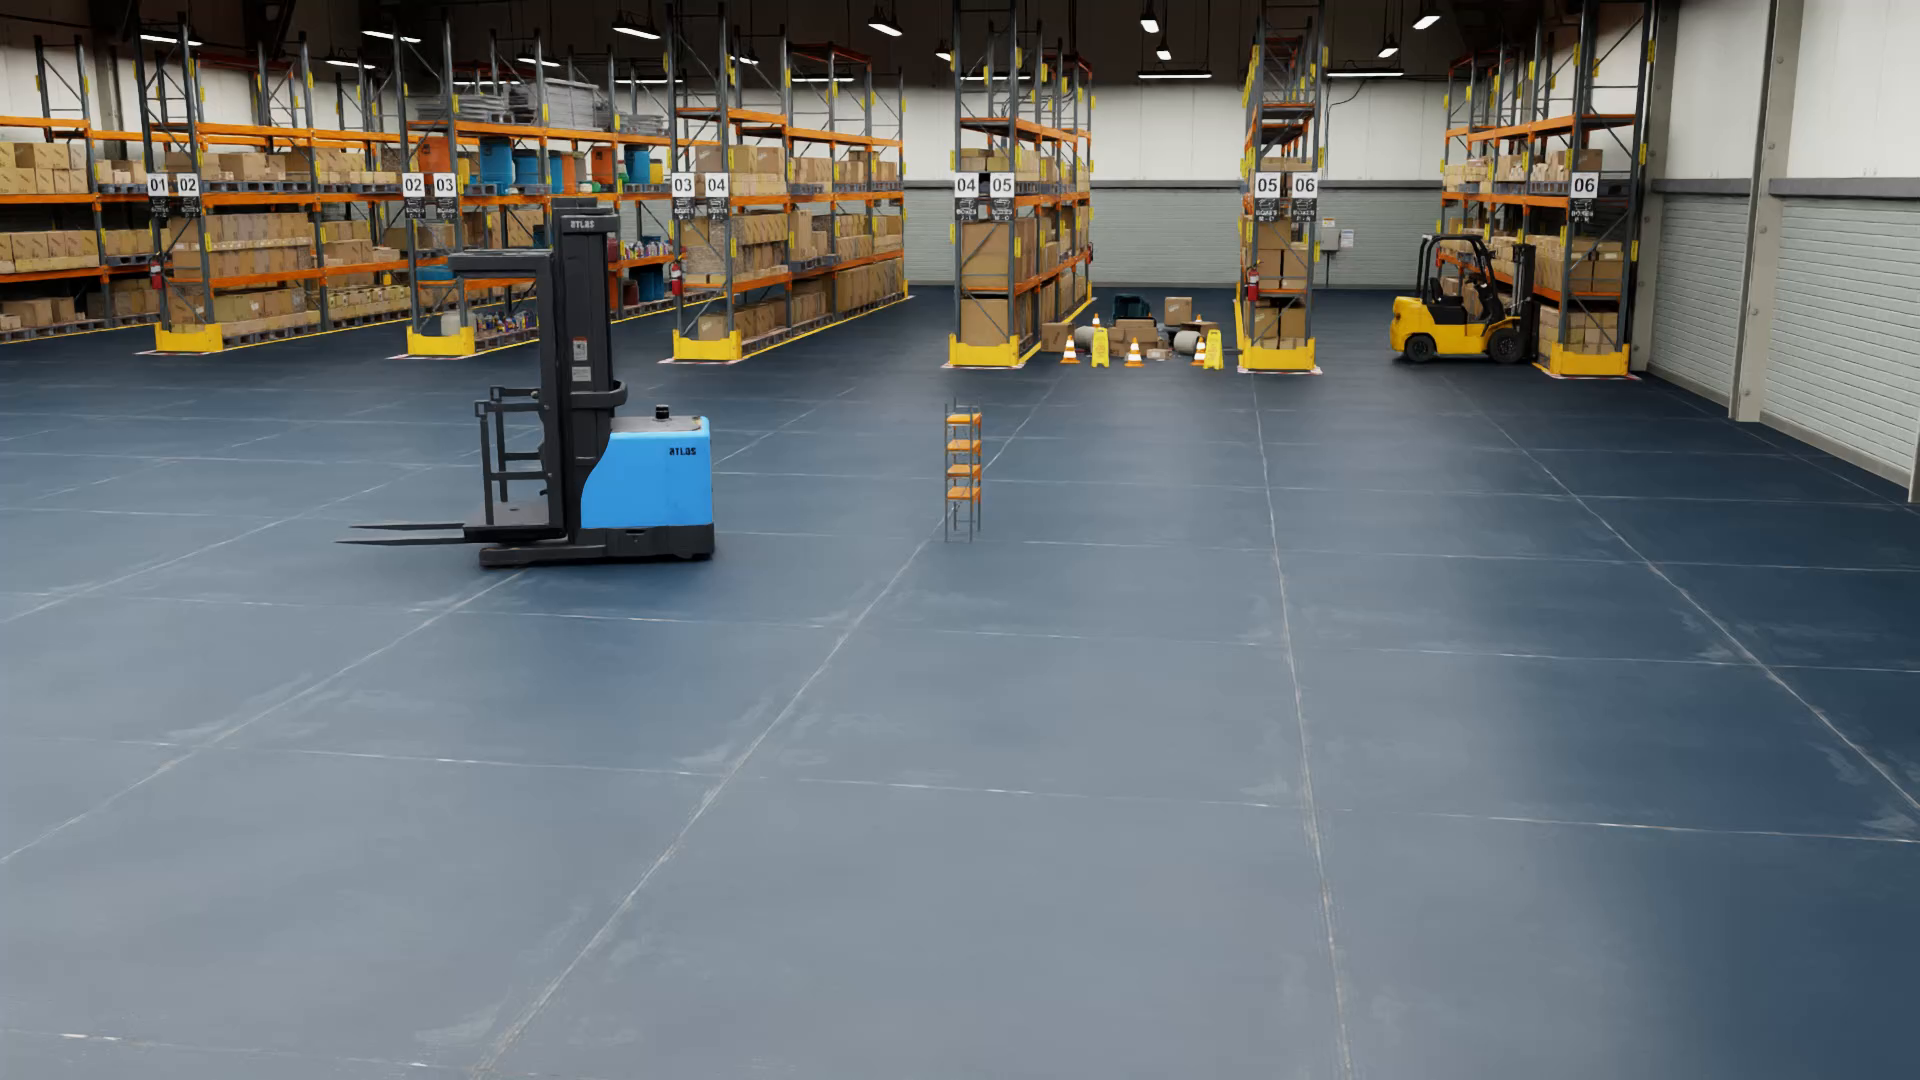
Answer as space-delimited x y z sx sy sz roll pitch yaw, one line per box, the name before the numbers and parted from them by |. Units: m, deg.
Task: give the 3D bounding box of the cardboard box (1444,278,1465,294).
cardboard box | 12.333 -6.194 41.051 0.700 0.500 0.500 2 12 11

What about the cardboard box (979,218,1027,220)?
cardboard box | 0.754 -5.612 30.496 0.875 0.550 0.550 2 12 9

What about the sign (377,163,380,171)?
sign | -16.156 -10.314 46.199 0.100 0.325 0.005 2 12 9

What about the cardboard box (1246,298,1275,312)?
cardboard box | 5.511 -4.175 30.498 0.500 0.500 0.500 2 12 11

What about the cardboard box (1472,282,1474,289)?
cardboard box | 11.659 -5.691 37.178 0.380 0.149 0.250 2 12 9

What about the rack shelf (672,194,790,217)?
rack shelf | -4.160 -6.193 30.698 1.077 0.370 4.000 2 12 9

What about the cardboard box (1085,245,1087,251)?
cardboard box | 3.108 -7.611 43.287 0.380 0.149 0.250 2 12 9

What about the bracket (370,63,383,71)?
bracket | -16.843 -13.659 47.968 0.235 0.232 0.430 2 12 9

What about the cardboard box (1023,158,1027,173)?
cardboard box | 0.899 -6.576 29.182 0.500 0.250 0.500 2 12 8

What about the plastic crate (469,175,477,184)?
plastic crate | -9.366 -6.688 31.324 0.392 0.384 0.575 2 12 9

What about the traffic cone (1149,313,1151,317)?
traffic cone | 3.804 -4.330 33.486 0.336 0.463 0.334 2 12 9

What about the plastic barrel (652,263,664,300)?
plastic barrel | -7.617 -6.387 40.996 0.600 0.901 0.708 2 12 9

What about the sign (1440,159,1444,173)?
sign | 12.154 -9.423 41.902 0.100 0.325 0.005 2 12 9

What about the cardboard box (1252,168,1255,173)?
cardboard box | 5.287 -6.475 29.000 0.380 0.149 0.250 2 12 10

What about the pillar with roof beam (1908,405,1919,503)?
pillar with roof beam | 5.128 -4.871 15.735 9.100 9.000 0.400 2 12 9

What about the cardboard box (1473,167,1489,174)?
cardboard box | 11.417 -8.052 36.270 0.380 0.149 0.250 2 12 9

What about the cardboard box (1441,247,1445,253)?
cardboard box | 12.369 -7.329 41.979 0.380 0.149 0.250 2 12 8

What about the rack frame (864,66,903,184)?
rack frame | -2.007 -10.925 43.829 1.000 3.000 0.127 2 12 9

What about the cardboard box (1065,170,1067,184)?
cardboard box | 2.069 -7.875 36.559 0.500 0.500 0.500 2 12 9

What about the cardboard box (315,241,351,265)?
cardboard box | -13.425 -6.134 35.600 0.500 0.500 0.500 3 12 13

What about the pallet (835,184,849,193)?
pallet | -3.191 -7.837 37.067 1.213 0.211 1.003 2 12 11

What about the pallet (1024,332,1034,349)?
pallet | 0.839 -3.794 31.598 1.003 0.211 1.213 2 12 9

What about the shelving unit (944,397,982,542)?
shelving unit | 0.025 -0.621 14.527 0.258 1.200 0.503 2 12 9

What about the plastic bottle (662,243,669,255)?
plastic bottle | -7.257 -7.167 40.926 0.152 0.276 0.135 2 12 9

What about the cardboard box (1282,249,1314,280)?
cardboard box | 5.671 -4.625 27.890 0.500 0.500 0.500 2 12 8

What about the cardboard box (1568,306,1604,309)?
cardboard box | 10.651 -3.833 28.314 0.500 0.250 0.500 2 12 8

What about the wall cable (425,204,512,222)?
wall cable | -15.467 -11.055 51.800 3.097 2.526 0.112 2 12 9

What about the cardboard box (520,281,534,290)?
cardboard box | -11.811 -6.867 44.722 0.500 0.250 0.500 2 12 9

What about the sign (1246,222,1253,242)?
sign | 4.779 -5.084 27.464 0.100 0.325 0.005 2 12 9

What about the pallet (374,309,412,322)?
pallet | -13.190 -5.116 37.731 1.003 0.211 1.213 2 12 9

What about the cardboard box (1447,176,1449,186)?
cardboard box | 12.294 -8.860 41.015 0.500 0.250 0.500 2 12 10

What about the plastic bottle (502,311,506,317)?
plastic bottle | -9.229 -4.484 33.614 0.097 0.271 0.097 0 12 0

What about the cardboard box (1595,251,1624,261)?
cardboard box | 10.538 -4.609 26.983 0.380 0.149 0.250 2 12 7

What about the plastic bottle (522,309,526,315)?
plastic bottle | -8.703 -4.437 33.203 0.144 0.351 0.185 2 12 9

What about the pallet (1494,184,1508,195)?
pallet | 11.444 -7.076 33.536 1.213 0.211 1.003 2 12 11

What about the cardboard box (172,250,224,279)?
cardboard box | -14.171 -5.129 30.938 0.700 0.500 0.500 2 12 9

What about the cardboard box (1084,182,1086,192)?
cardboard box | 2.847 -8.780 41.351 0.500 0.250 0.500 2 12 11

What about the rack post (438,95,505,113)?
rack post | -9.095 -8.123 31.003 0.937 0.300 0.954 2 12 8

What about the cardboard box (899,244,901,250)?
cardboard box | -1.775 -7.731 43.843 0.380 0.149 0.250 2 12 9

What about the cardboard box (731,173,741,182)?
cardboard box | -4.061 -6.351 29.131 0.380 0.149 0.250 2 12 10

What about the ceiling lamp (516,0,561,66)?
ceiling lamp | -9.869 -13.006 39.627 0.800 3.185 2.000 2 12 9

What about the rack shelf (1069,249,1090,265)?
rack shelf | 2.571 -7.043 41.762 1.077 0.370 4.000 2 12 9

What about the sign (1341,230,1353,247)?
sign | 11.203 -8.728 48.100 0.329 0.494 0.001 2 12 9

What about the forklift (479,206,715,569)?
forklift | -3.049 -1.304 13.737 1.939 2.867 1.129 -2 12 -8

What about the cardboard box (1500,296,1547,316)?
cardboard box | 11.155 -4.485 32.824 0.875 0.625 0.625 1 12 6

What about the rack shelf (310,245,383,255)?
rack shelf | -16.998 -7.706 44.839 1.077 0.370 4.000 2 12 9

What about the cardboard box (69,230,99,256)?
cardboard box | -18.303 -6.171 34.535 0.500 0.500 0.500 2 12 9

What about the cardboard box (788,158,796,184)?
cardboard box | -3.682 -7.311 32.938 0.797 0.503 0.637 1 12 6

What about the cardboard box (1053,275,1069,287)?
cardboard box | 2.239 -5.948 38.129 0.500 0.250 0.500 1 12 6

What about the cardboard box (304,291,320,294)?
cardboard box | -13.787 -5.154 35.487 0.500 0.311 0.500 2 12 10

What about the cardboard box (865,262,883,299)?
cardboard box | -2.441 -6.461 41.402 0.875 0.875 0.875 2 12 9

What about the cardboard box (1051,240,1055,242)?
cardboard box | 1.921 -6.468 36.278 0.380 0.149 0.250 2 12 11

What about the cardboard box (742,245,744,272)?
cardboard box | -4.397 -5.078 29.992 0.875 0.500 0.500 2 12 9

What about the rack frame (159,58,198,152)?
rack frame | -17.917 -9.741 38.335 0.949 2.616 0.053 2 12 9

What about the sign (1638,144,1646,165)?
sign | 10.777 -6.094 26.268 0.100 0.325 0.005 2 12 9
